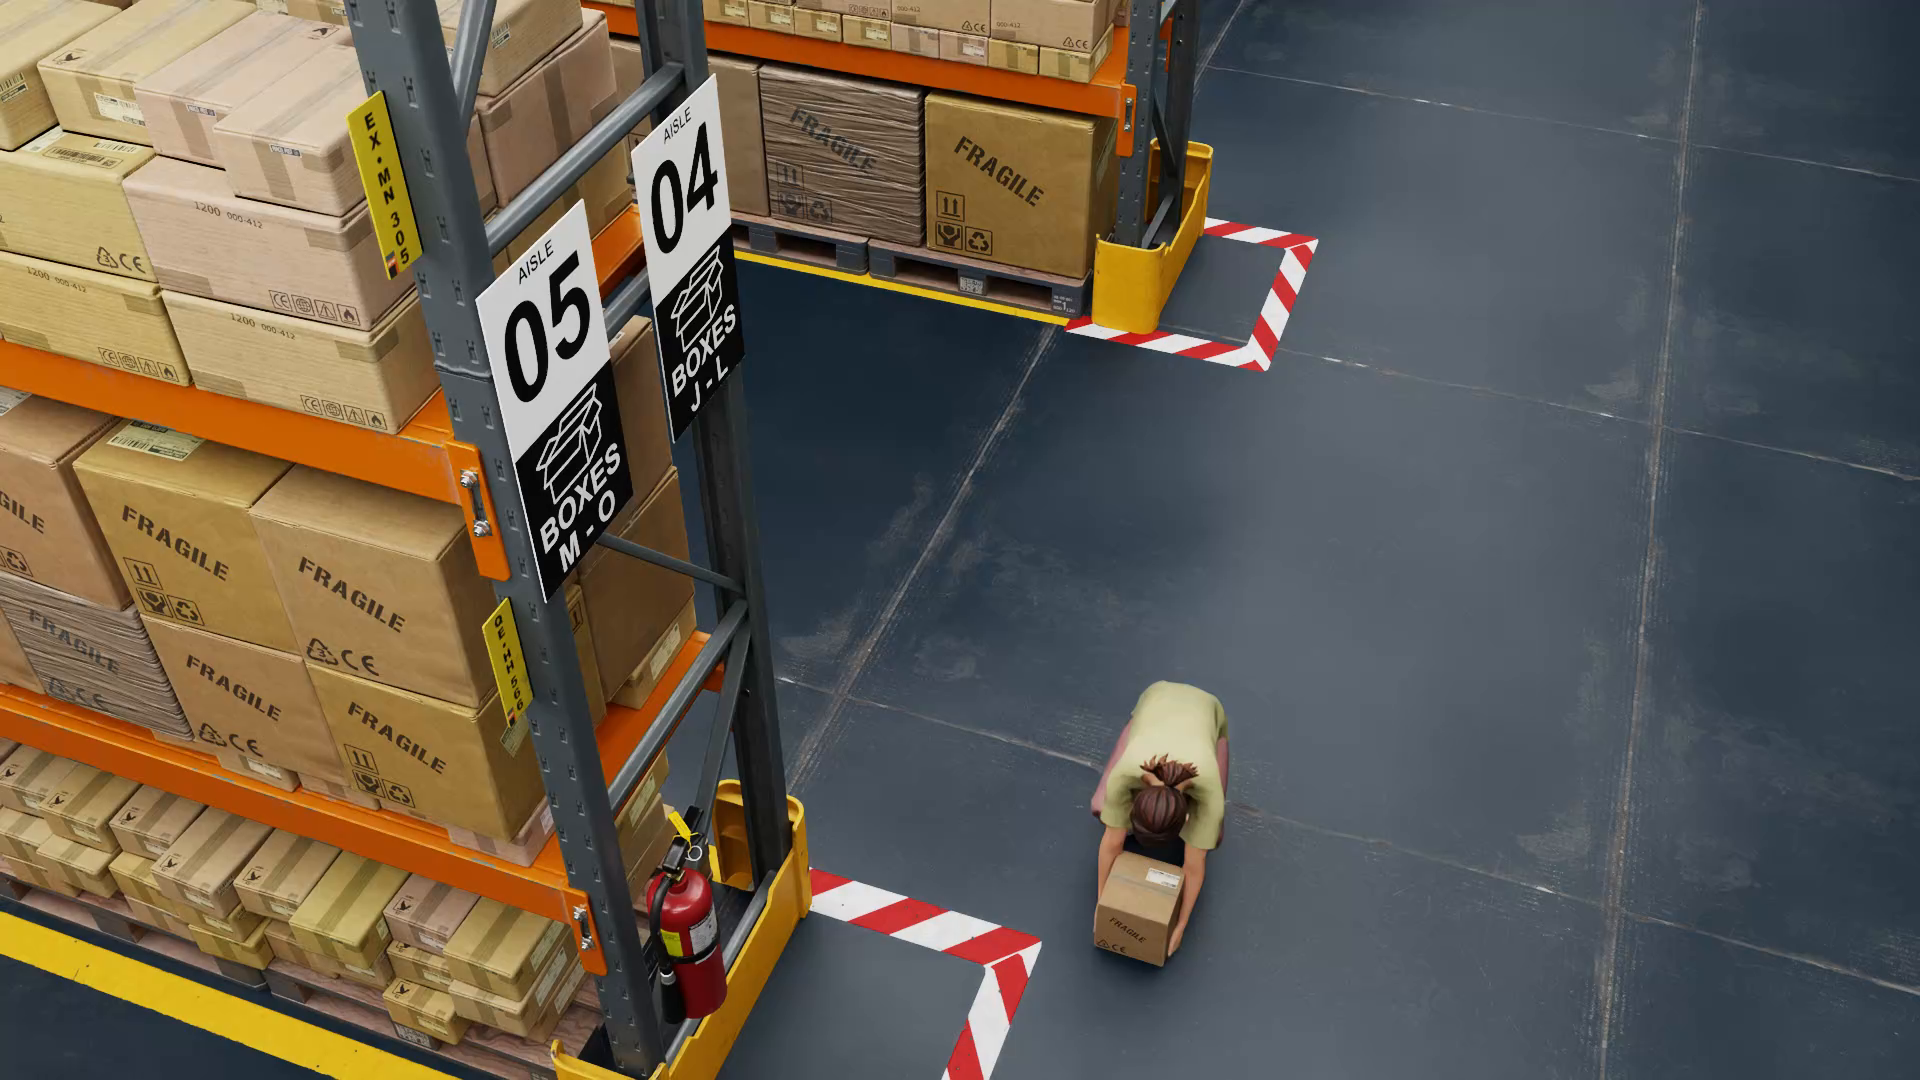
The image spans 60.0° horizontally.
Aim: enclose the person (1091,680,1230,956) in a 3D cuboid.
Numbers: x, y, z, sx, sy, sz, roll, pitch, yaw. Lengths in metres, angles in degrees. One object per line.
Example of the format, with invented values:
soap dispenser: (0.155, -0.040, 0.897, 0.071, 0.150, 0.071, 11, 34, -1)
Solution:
person: (0.721, 0.911, 5.904, 0.476, 0.798, 0.862, 14, 43, 15)
